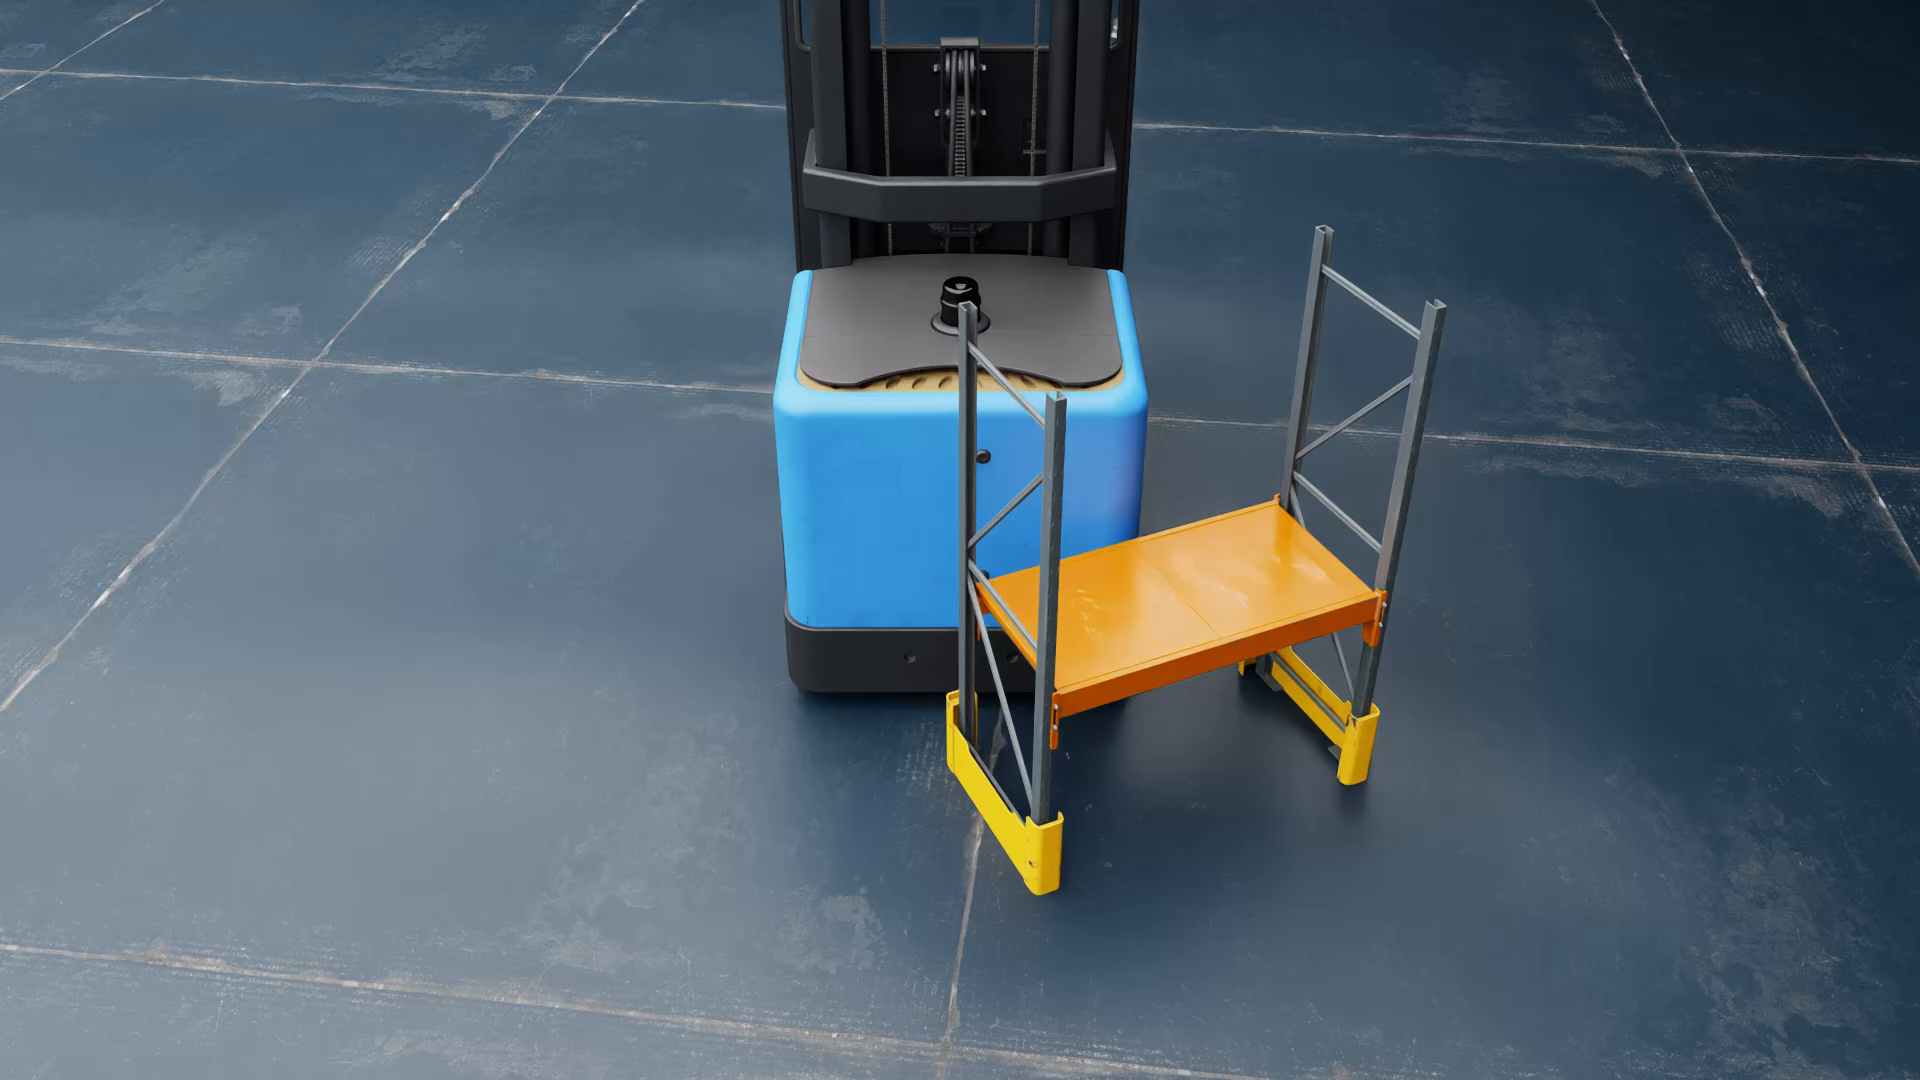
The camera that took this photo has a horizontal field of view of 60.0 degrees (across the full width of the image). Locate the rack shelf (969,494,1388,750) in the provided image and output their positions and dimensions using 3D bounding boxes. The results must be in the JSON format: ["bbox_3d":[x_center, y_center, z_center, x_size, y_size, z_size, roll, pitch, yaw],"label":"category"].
[{"bbox_3d":[0.576,0.198,4.491,1.000,0.185,0.538,-15,38,-20],"label":"rack shelf"}]

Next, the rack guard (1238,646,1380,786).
[{"bbox_3d":[1.020,0.441,4.916,0.087,0.250,0.587,-15,38,-20],"label":"rack guard"}]

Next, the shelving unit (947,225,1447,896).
[{"bbox_3d":[0.567,0.054,4.383,1.083,1.500,0.587,-15,38,-20],"label":"shelving unit"}]

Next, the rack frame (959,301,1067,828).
[{"bbox_3d":[0.114,0.175,4.213,0.032,1.500,0.500,-15,38,-20],"label":"rack frame"}]

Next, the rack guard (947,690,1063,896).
[{"bbox_3d":[0.115,0.683,4.577,0.087,0.250,0.587,-15,38,-20],"label":"rack guard"}]

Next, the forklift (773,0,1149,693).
[{"bbox_3d":[-0.002,-1.557,5.408,1.130,2.935,3.031,0,36,0],"label":"forklift"}]

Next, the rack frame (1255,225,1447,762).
[{"bbox_3d":[1.037,-0.072,4.559,0.032,1.500,0.500,-15,38,-20],"label":"rack frame"}]
